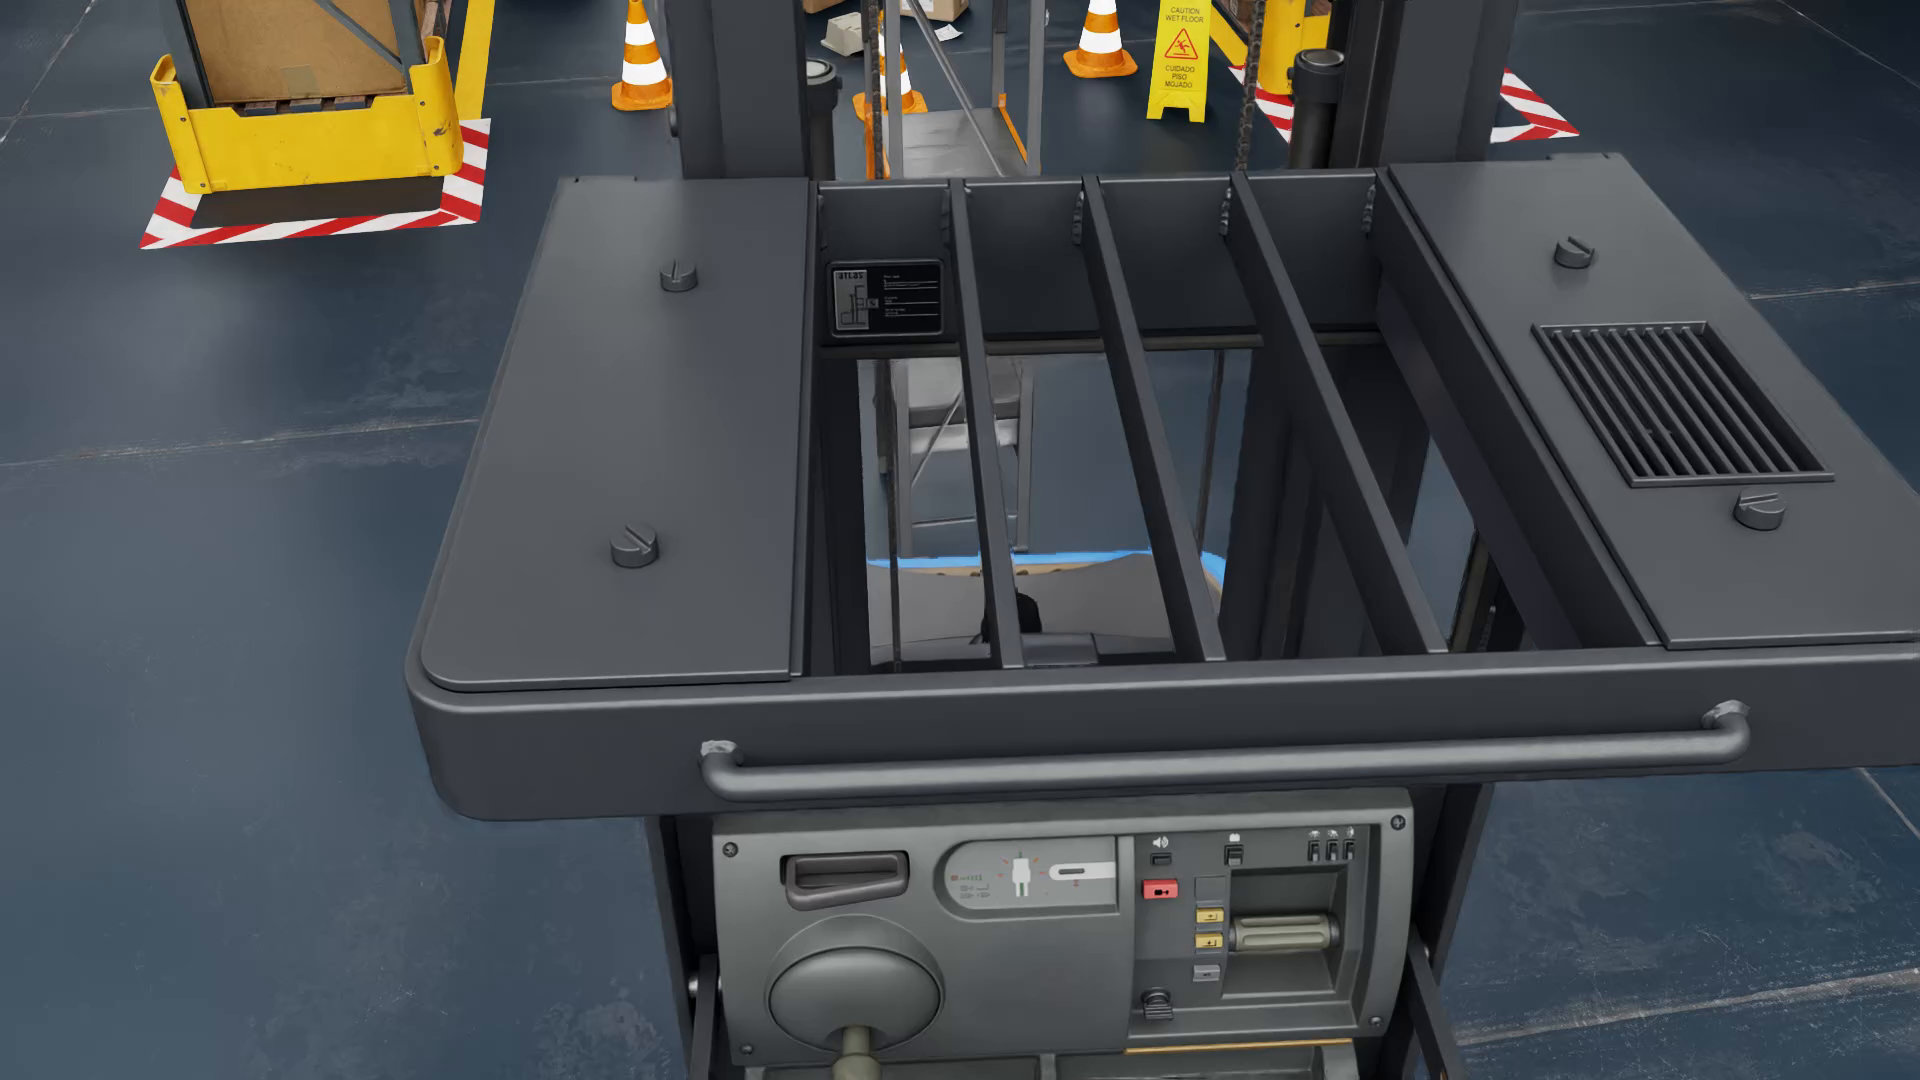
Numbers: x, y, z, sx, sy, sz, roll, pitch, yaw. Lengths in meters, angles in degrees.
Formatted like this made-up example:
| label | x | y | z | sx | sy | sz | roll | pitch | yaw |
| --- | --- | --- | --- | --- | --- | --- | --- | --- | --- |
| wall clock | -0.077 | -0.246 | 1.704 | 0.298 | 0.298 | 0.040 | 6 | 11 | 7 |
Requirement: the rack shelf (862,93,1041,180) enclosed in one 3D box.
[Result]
| label | x | y | z | sx | sy | sz | roll | pitch | yaw |
| --- | --- | --- | --- | --- | --- | --- | --- | --- | --- |
| rack shelf | -0.029 | -0.918 | 4.743 | 0.431 | 0.518 | 0.480 | -6 | 38 | -8 |

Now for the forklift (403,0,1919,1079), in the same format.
| label | x | y | z | sx | sy | sz | roll | pitch | yaw |
| --- | --- | --- | --- | --- | --- | --- | --- | --- | --- |
| forklift | 0.156 | 0.617 | 2.066 | 1.130 | 2.935 | 3.031 | -2 | 38 | -2 |

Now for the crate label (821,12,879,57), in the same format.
| label | x | y | z | sx | sy | sz | roll | pitch | yaw |
| --- | --- | --- | --- | --- | --- | --- | --- | --- | --- |
| crate label | -0.531 | -2.577 | 8.456 | 0.250 | 0.136 | 0.298 | -27 | 45 | -31 |

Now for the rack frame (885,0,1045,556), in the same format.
| label | x | y | z | sx | sy | sz | roll | pitch | yaw |
| --- | --- | --- | --- | --- | --- | --- | --- | --- | --- |
| rack frame | 0.014 | -0.782 | 4.545 | 0.400 | 2.100 | 0.015 | -6 | 38 | -8 |

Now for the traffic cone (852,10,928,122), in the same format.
| label | x | y | z | sx | sy | sz | roll | pitch | yaw |
| --- | --- | --- | --- | --- | --- | --- | --- | --- | --- |
| traffic cone | -0.333 | -2.238 | 7.753 | 0.336 | 0.463 | 0.334 | -6 | 38 | -8 |

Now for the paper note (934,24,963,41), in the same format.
| label | x | y | z | sx | sy | sz | roll | pitch | yaw |
| --- | --- | --- | --- | --- | --- | --- | --- | --- | --- |
| paper note | -0.079 | -2.628 | 8.608 | 0.148 | 0.019 | 0.142 | -20 | 42 | -23 |

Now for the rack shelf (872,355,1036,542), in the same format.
| label | x | y | z | sx | sy | sz | roll | pitch | yaw |
| --- | --- | --- | --- | --- | --- | --- | --- | --- | --- |
| rack shelf | -0.029 | -0.366 | 5.172 | 0.431 | 0.518 | 0.480 | -6 | 38 | -8 |

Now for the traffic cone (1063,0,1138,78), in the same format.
| label | x | y | z | sx | sy | sz | roll | pitch | yaw |
| --- | --- | --- | --- | --- | --- | --- | --- | --- | --- |
| traffic cone | 0.701 | -2.563 | 8.171 | 0.336 | 0.463 | 0.334 | -6 | 38 | -8 |

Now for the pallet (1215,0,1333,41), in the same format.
| label | x | y | z | sx | sy | sz | roll | pitch | yaw |
| --- | --- | --- | --- | --- | --- | --- | --- | --- | --- |
| pallet | 1.925 | -2.883 | 8.788 | 1.003 | 0.211 | 1.213 | -6 | 38 | -8 |

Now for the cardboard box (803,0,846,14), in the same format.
| label | x | y | z | sx | sy | sz | roll | pitch | yaw |
| --- | --- | --- | --- | --- | --- | --- | --- | --- | --- |
| cardboard box | -0.754 | -3.246 | 9.018 | 0.637 | 0.503 | 0.797 | 27 | 45 | 30 |

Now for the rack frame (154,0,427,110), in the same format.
| label | x | y | z | sx | sy | sz | roll | pitch | yaw |
| --- | --- | --- | --- | --- | --- | --- | --- | --- | --- |
| rack frame | -2.810 | -2.850 | 6.474 | 1.000 | 3.000 | 0.127 | -6 | 38 | -8 |

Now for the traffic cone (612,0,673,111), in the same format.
| label | x | y | z | sx | sy | sz | roll | pitch | yaw |
| --- | --- | --- | --- | --- | --- | --- | --- | --- | --- |
| traffic cone | -1.505 | -2.322 | 7.861 | 0.336 | 0.463 | 0.334 | -6 | 38 | -8 |

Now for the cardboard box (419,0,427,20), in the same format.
| label | x | y | z | sx | sy | sz | roll | pitch | yaw |
| --- | --- | --- | --- | --- | --- | --- | --- | --- | --- |
| cardboard box | -3.150 | -3.111 | 8.198 | 0.875 | 0.875 | 0.875 | -7 | 38 | -9 |

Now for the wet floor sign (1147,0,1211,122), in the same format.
| label | x | y | z | sx | sy | sz | roll | pitch | yaw |
| --- | --- | --- | --- | --- | --- | --- | --- | --- | --- |
| wet floor sign | 1.026 | -2.284 | 7.664 | 0.267 | 0.644 | 0.232 | 6 | 38 | 8 |

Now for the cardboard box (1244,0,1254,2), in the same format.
| label | x | y | z | sx | sy | sz | roll | pitch | yaw |
| --- | --- | --- | --- | --- | --- | --- | --- | --- | --- |
| cardboard box | 1.635 | -2.997 | 8.562 | 0.500 | 0.250 | 0.500 | -6 | 38 | -8 |

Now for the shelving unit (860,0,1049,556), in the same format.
| label | x | y | z | sx | sy | sz | roll | pitch | yaw |
| --- | --- | --- | --- | --- | --- | --- | --- | --- | --- |
| shelving unit | -0.029 | -0.929 | 4.735 | 0.431 | 2.100 | 0.503 | -6 | 38 | -8 |

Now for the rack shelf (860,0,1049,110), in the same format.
| label | x | y | z | sx | sy | sz | roll | pitch | yaw |
| --- | --- | --- | --- | --- | --- | --- | --- | --- | --- |
| rack shelf | -0.029 | -1.471 | 4.313 | 0.431 | 0.518 | 0.480 | -6 | 38 | -8 |

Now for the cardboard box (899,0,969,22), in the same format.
| label | x | y | z | sx | sy | sz | roll | pitch | yaw |
| --- | --- | --- | --- | --- | --- | --- | --- | --- | --- |
| cardboard box | -0.172 | -2.892 | 8.851 | 0.380 | 0.149 | 0.250 | 13 | 40 | 16 |

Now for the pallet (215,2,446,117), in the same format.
| label | x | y | z | sx | sy | sz | roll | pitch | yaw |
| --- | --- | --- | --- | --- | --- | --- | --- | --- | --- |
| pallet | -3.027 | -2.223 | 7.940 | 1.003 | 0.211 | 1.213 | -6 | 38 | -8 |

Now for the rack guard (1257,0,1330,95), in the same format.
| label | x | y | z | sx | sy | sz | roll | pitch | yaw |
| --- | --- | --- | --- | --- | --- | --- | --- | --- | --- |
| rack guard | 2.033 | -2.502 | 8.063 | 1.175 | 0.500 | 0.348 | -6 | 38 | -8 |

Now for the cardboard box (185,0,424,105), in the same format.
| label | x | y | z | sx | sy | sz | roll | pitch | yaw |
| --- | --- | --- | --- | --- | --- | --- | --- | --- | --- |
| cardboard box | -2.994 | -2.579 | 7.515 | 0.875 | 0.875 | 0.875 | -6 | 38 | -8 |

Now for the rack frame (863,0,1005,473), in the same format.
| label | x | y | z | sx | sy | sz | roll | pitch | yaw |
| --- | --- | --- | --- | --- | --- | --- | --- | --- | --- |
| rack frame | -0.072 | -1.077 | 4.924 | 0.400 | 2.100 | 0.015 | -6 | 38 | -8 |

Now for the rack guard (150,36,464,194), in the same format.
| label | x | y | z | sx | sy | sz | roll | pitch | yaw |
| --- | --- | --- | --- | --- | --- | --- | --- | --- | --- |
| rack guard | -2.805 | -1.848 | 7.222 | 1.175 | 0.500 | 0.348 | -6 | 38 | -8 |

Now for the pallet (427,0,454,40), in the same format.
| label | x | y | z | sx | sy | sz | roll | pitch | yaw |
| --- | --- | --- | --- | --- | --- | --- | --- | --- | --- |
| pallet | -3.237 | -2.959 | 8.886 | 1.003 | 0.211 | 1.213 | -6 | 38 | -8 |

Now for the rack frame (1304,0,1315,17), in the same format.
| label | x | y | z | sx | sy | sz | roll | pitch | yaw |
| --- | --- | --- | --- | --- | --- | --- | --- | --- | --- |
| rack frame | 2.046 | -3.443 | 7.237 | 1.000 | 3.000 | 0.127 | -6 | 38 | -8 |
